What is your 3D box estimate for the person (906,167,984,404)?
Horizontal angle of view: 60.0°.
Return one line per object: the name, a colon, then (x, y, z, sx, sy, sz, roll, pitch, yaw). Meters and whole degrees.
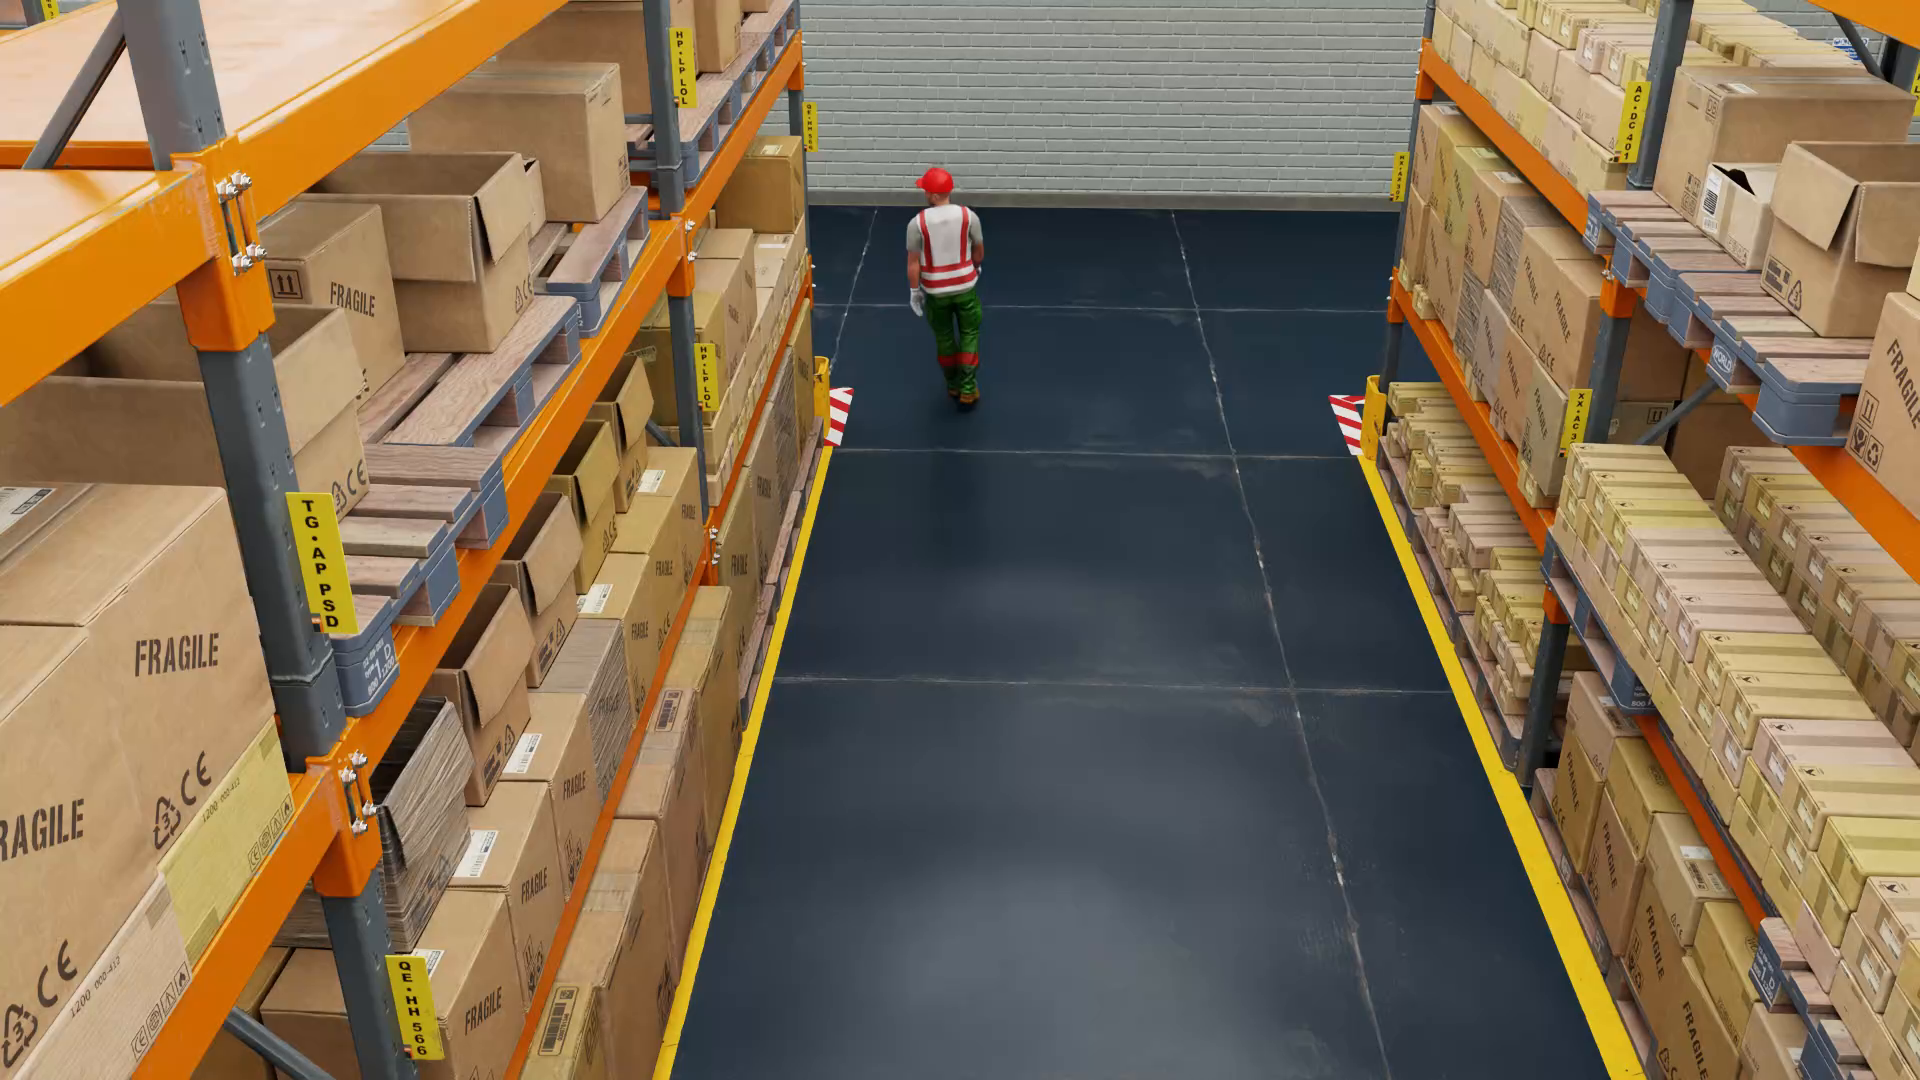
person: (-0.107, -1.856, 12.124, 0.566, 1.783, 0.599, -1, 28, -2)
